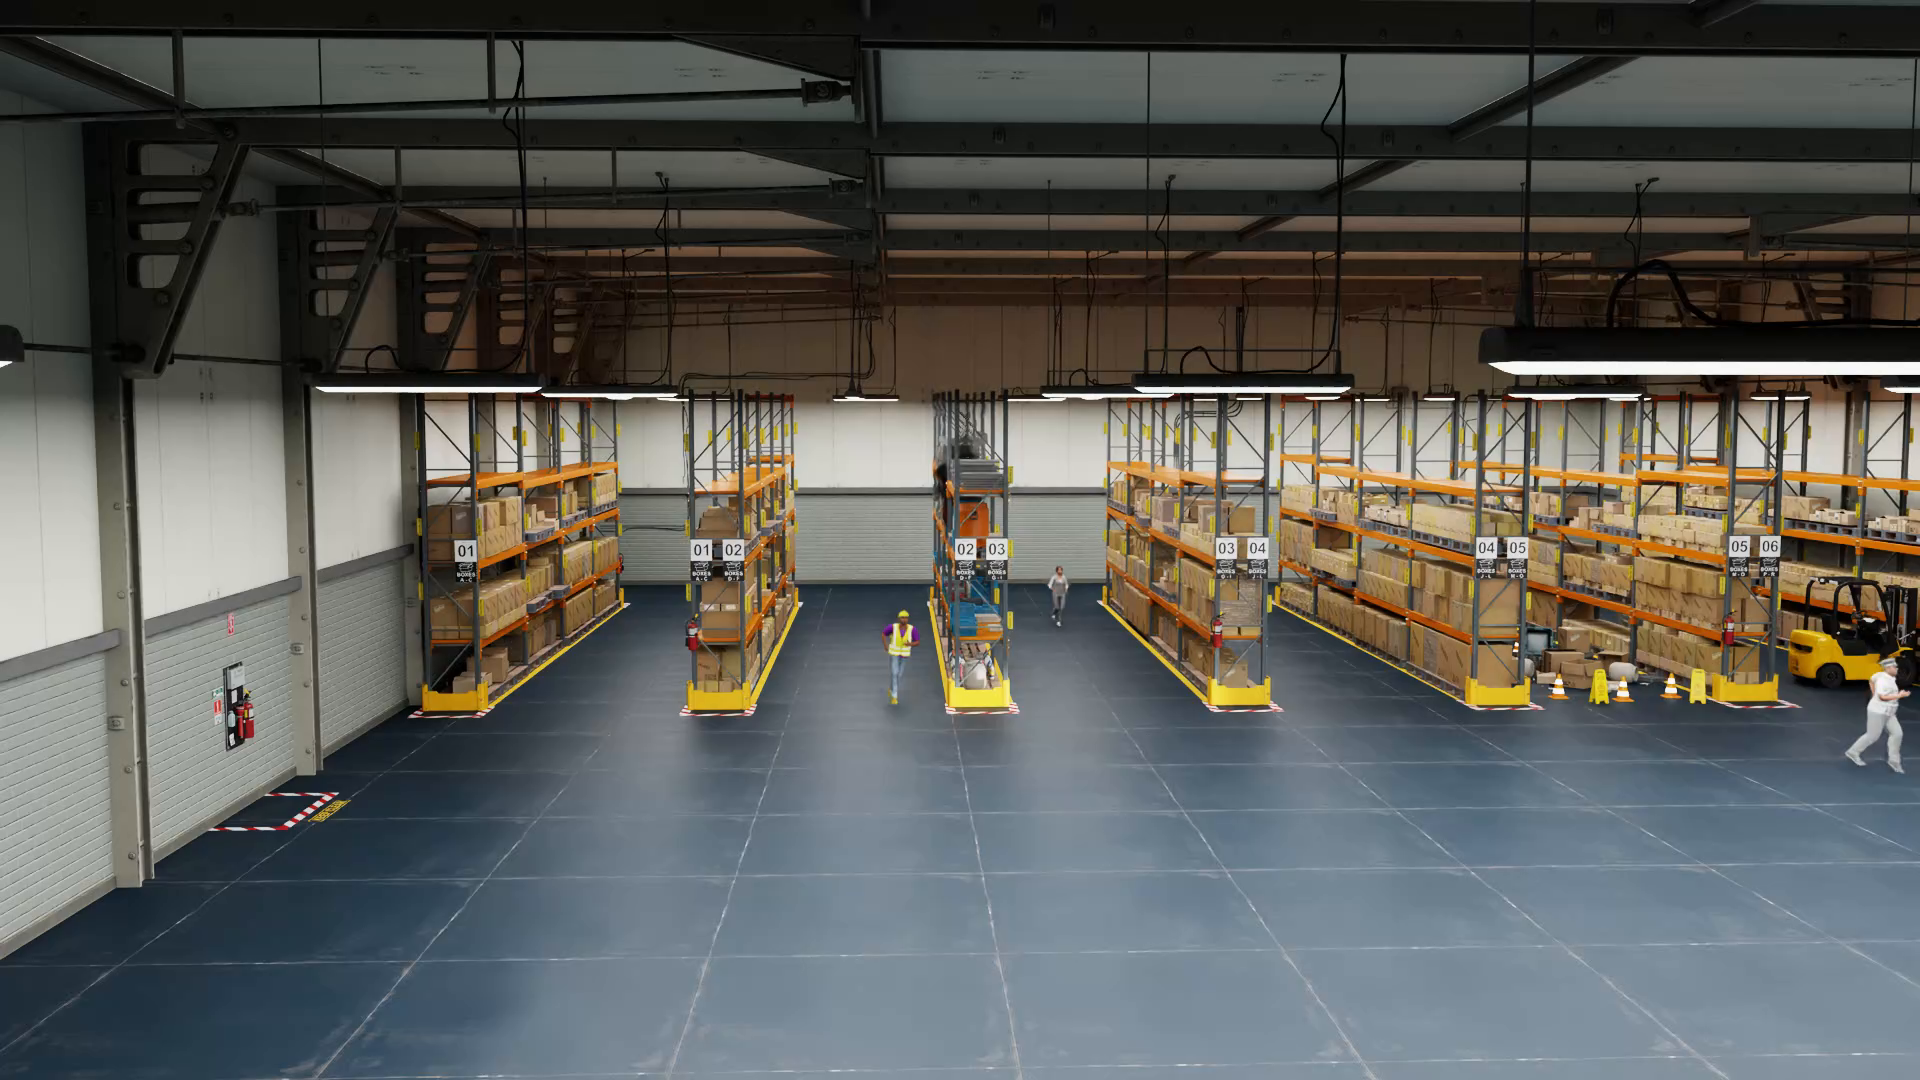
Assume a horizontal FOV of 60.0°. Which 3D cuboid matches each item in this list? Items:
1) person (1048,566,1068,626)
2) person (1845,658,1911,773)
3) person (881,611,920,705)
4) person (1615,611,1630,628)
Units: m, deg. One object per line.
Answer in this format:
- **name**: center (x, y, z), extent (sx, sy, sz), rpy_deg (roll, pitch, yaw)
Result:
- **person**: center (2.552, 1.441, 43.010), extent (0.534, 1.553, 0.557), rpy_deg (-1, 5, -13)
- **person**: center (14.362, 2.742, 26.004), extent (0.884, 1.866, 0.643), rpy_deg (4, 6, 44)
- **person**: center (-1.139, 2.248, 32.100), extent (0.715, 1.801, 0.879), rpy_deg (-1, 5, -14)
- **person**: center (16.746, 1.440, 41.818), extent (0.643, 1.732, 0.603), rpy_deg (-1, 5, -7)
